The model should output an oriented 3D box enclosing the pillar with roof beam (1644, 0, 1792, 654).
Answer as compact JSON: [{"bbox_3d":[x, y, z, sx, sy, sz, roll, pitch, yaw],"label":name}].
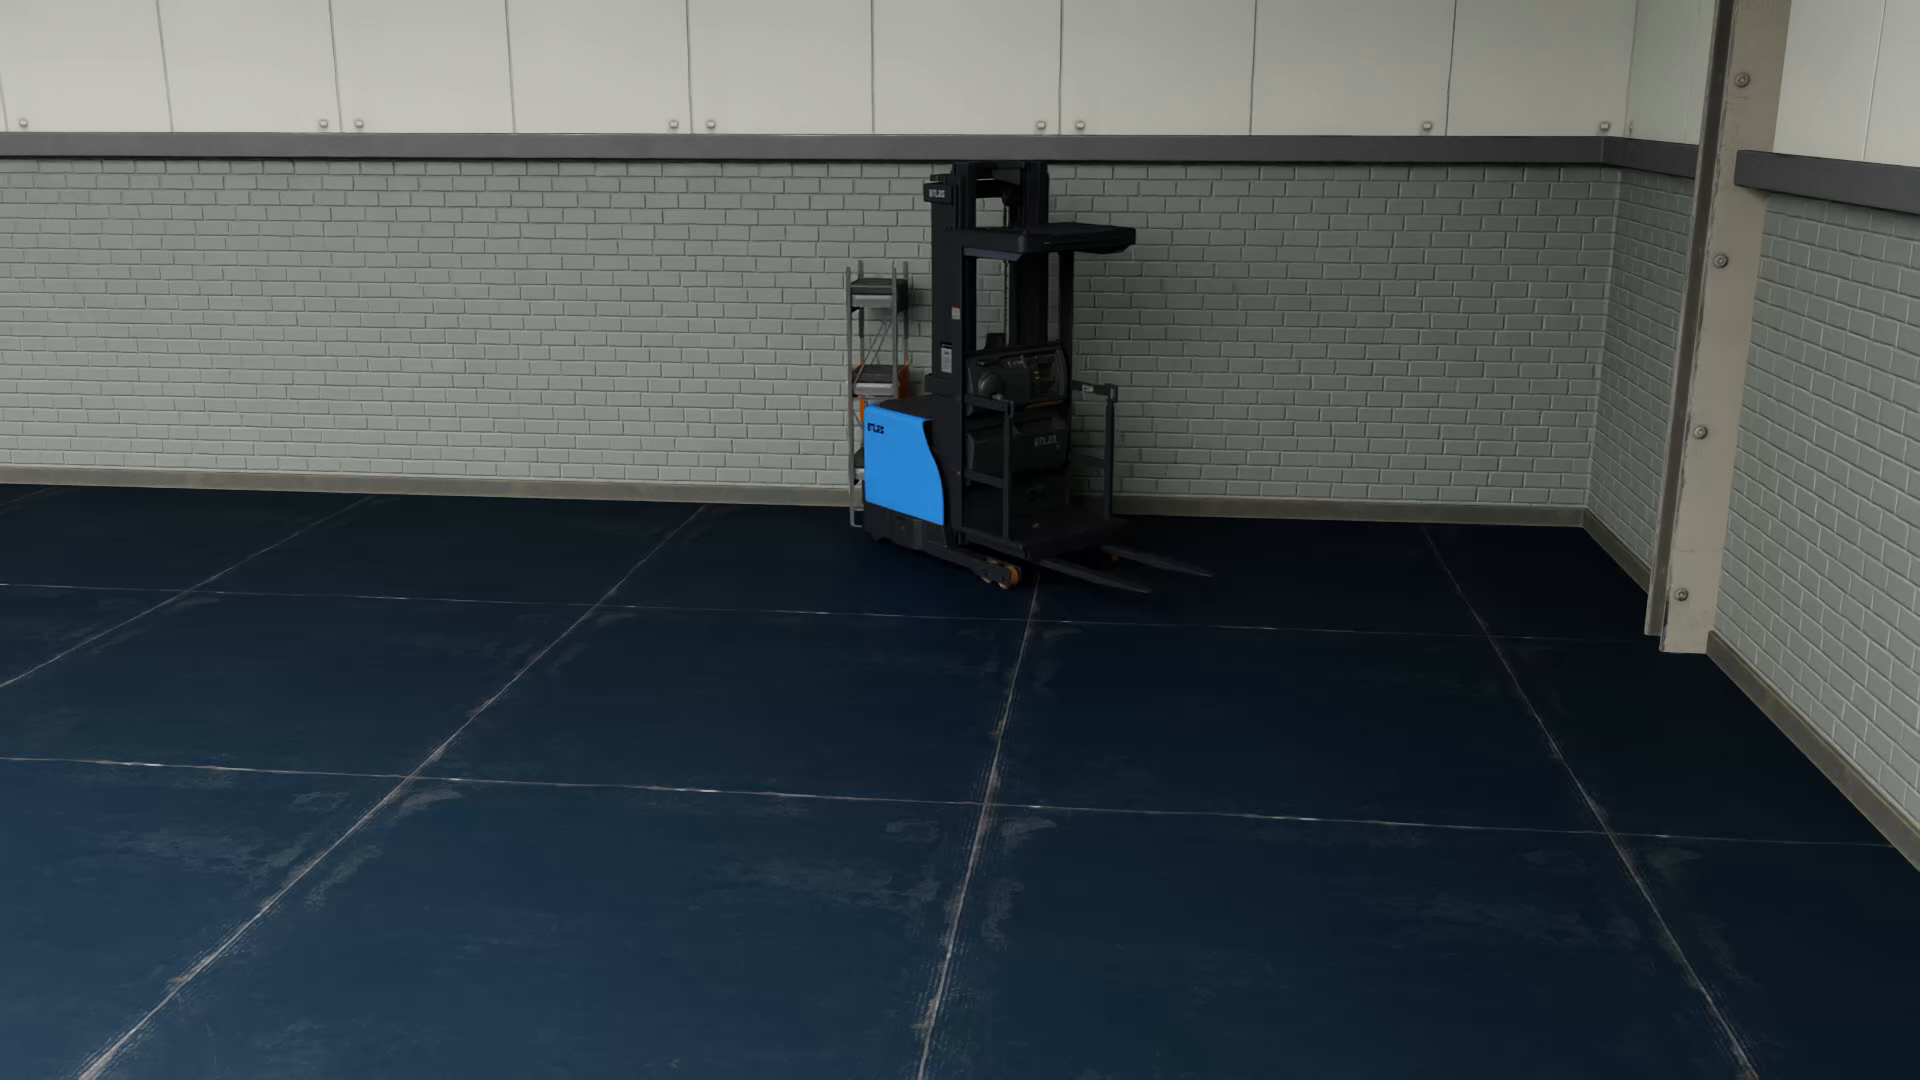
[{"bbox_3d":[0.342,-3.808,10.007,9.100,9.000,0.400,2,15,6],"label":"pillar with roof beam"}]

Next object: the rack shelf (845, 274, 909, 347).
[{"bbox_3d":[-0.659,-1.845,13.332,0.431,0.518,0.480,2,15,8],"label":"rack shelf"}]

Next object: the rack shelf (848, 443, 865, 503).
[{"bbox_3d":[-0.659,-0.493,13.697,0.431,0.518,0.480,2,15,8],"label":"rack shelf"}]

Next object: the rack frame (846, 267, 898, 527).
[{"bbox_3d":[-0.695,-1.119,13.278,0.400,2.100,0.015,2,15,8],"label":"rack frame"}]

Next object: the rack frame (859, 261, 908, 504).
[{"bbox_3d":[-0.623,-1.245,13.744,0.400,2.100,0.015,2,15,8],"label":"rack frame"}]

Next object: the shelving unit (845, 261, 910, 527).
[{"bbox_3d":[-0.659,-1.182,13.511,0.431,2.100,0.503,2,15,8],"label":"shelving unit"}]

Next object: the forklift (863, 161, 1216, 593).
[{"bbox_3d":[0.553,-1.213,12.034,1.130,2.935,3.031,-12,19,-37],"label":"forklift"}]

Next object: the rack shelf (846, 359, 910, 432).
[{"bbox_3d":[-0.659,-1.169,13.515,0.431,0.518,0.480,2,15,8],"label":"rack shelf"}]
